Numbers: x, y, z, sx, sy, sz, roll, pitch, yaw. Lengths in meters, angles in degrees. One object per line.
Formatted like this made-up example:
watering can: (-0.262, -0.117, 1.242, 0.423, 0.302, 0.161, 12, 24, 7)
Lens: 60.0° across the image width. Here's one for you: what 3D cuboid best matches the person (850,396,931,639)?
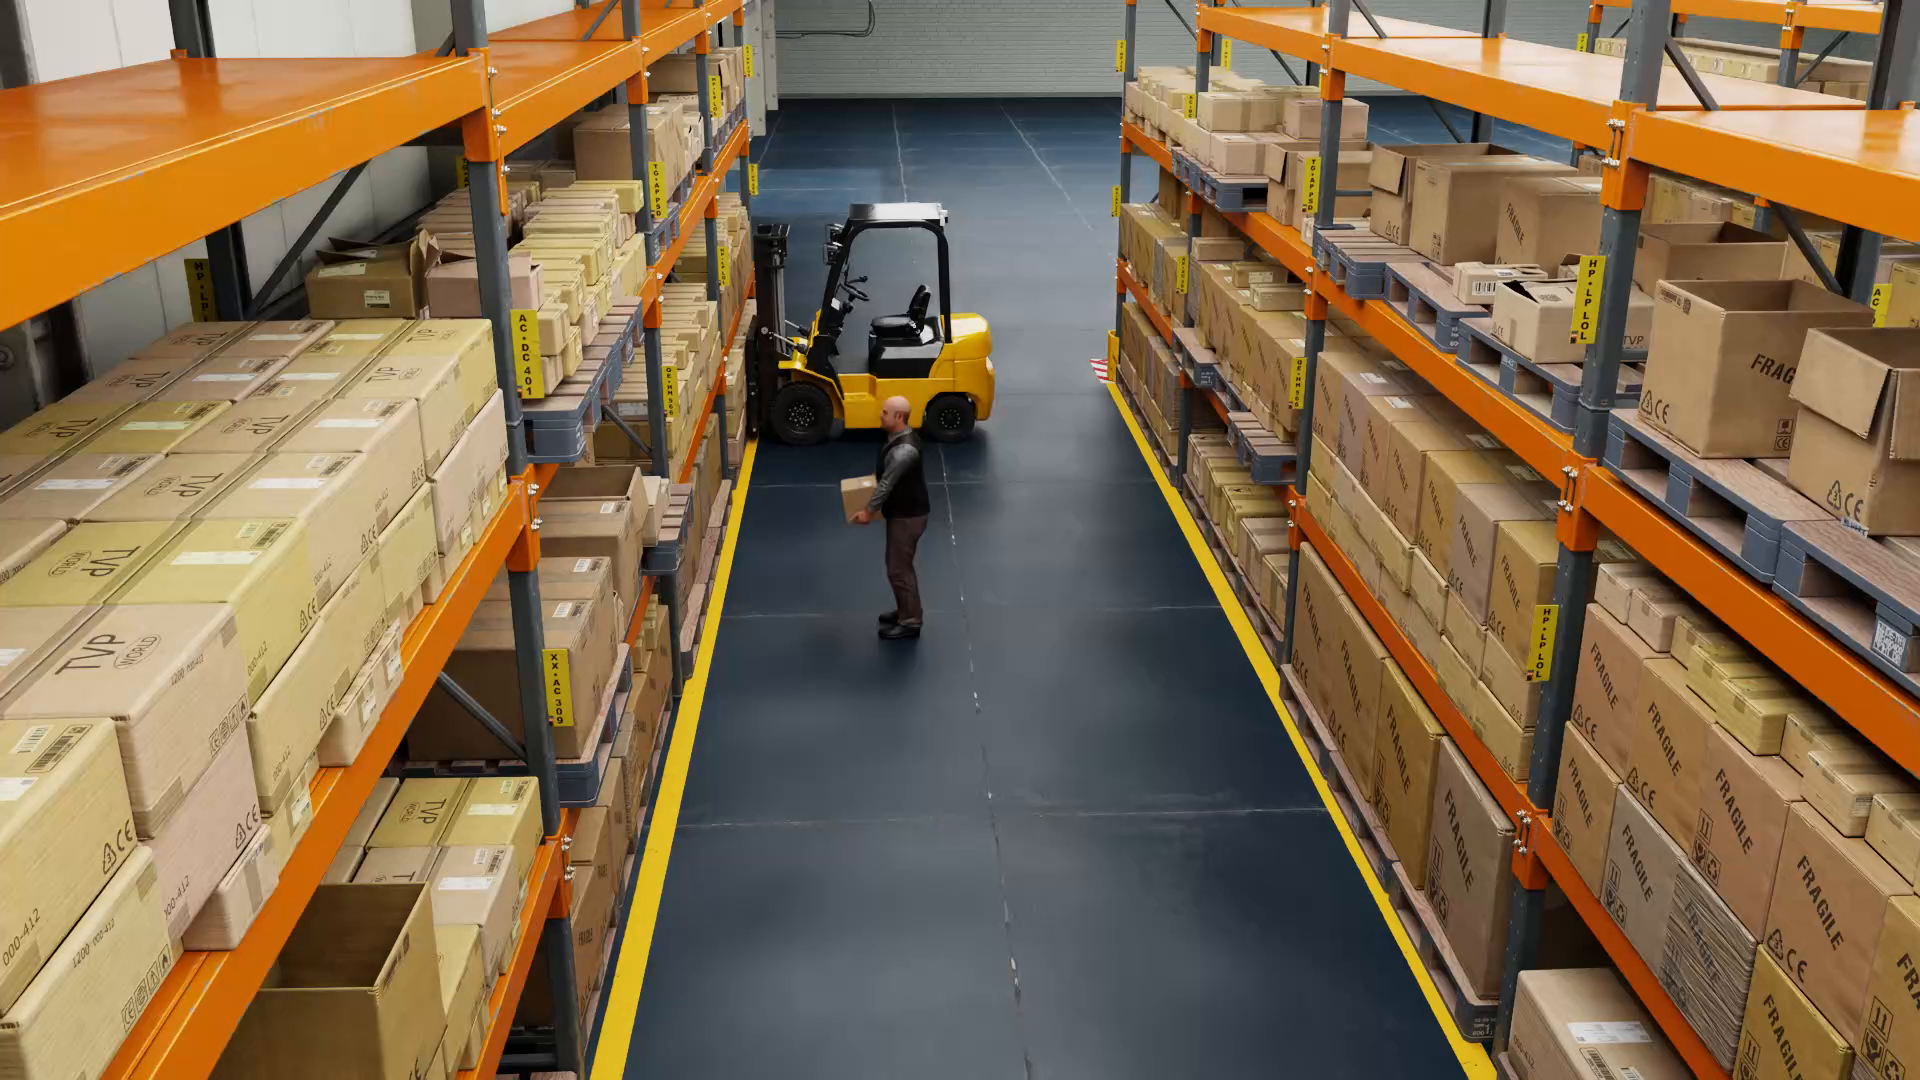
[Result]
person: (-0.486, -0.164, 11.569, 0.558, 1.720, 0.494, -1, 20, -4)
